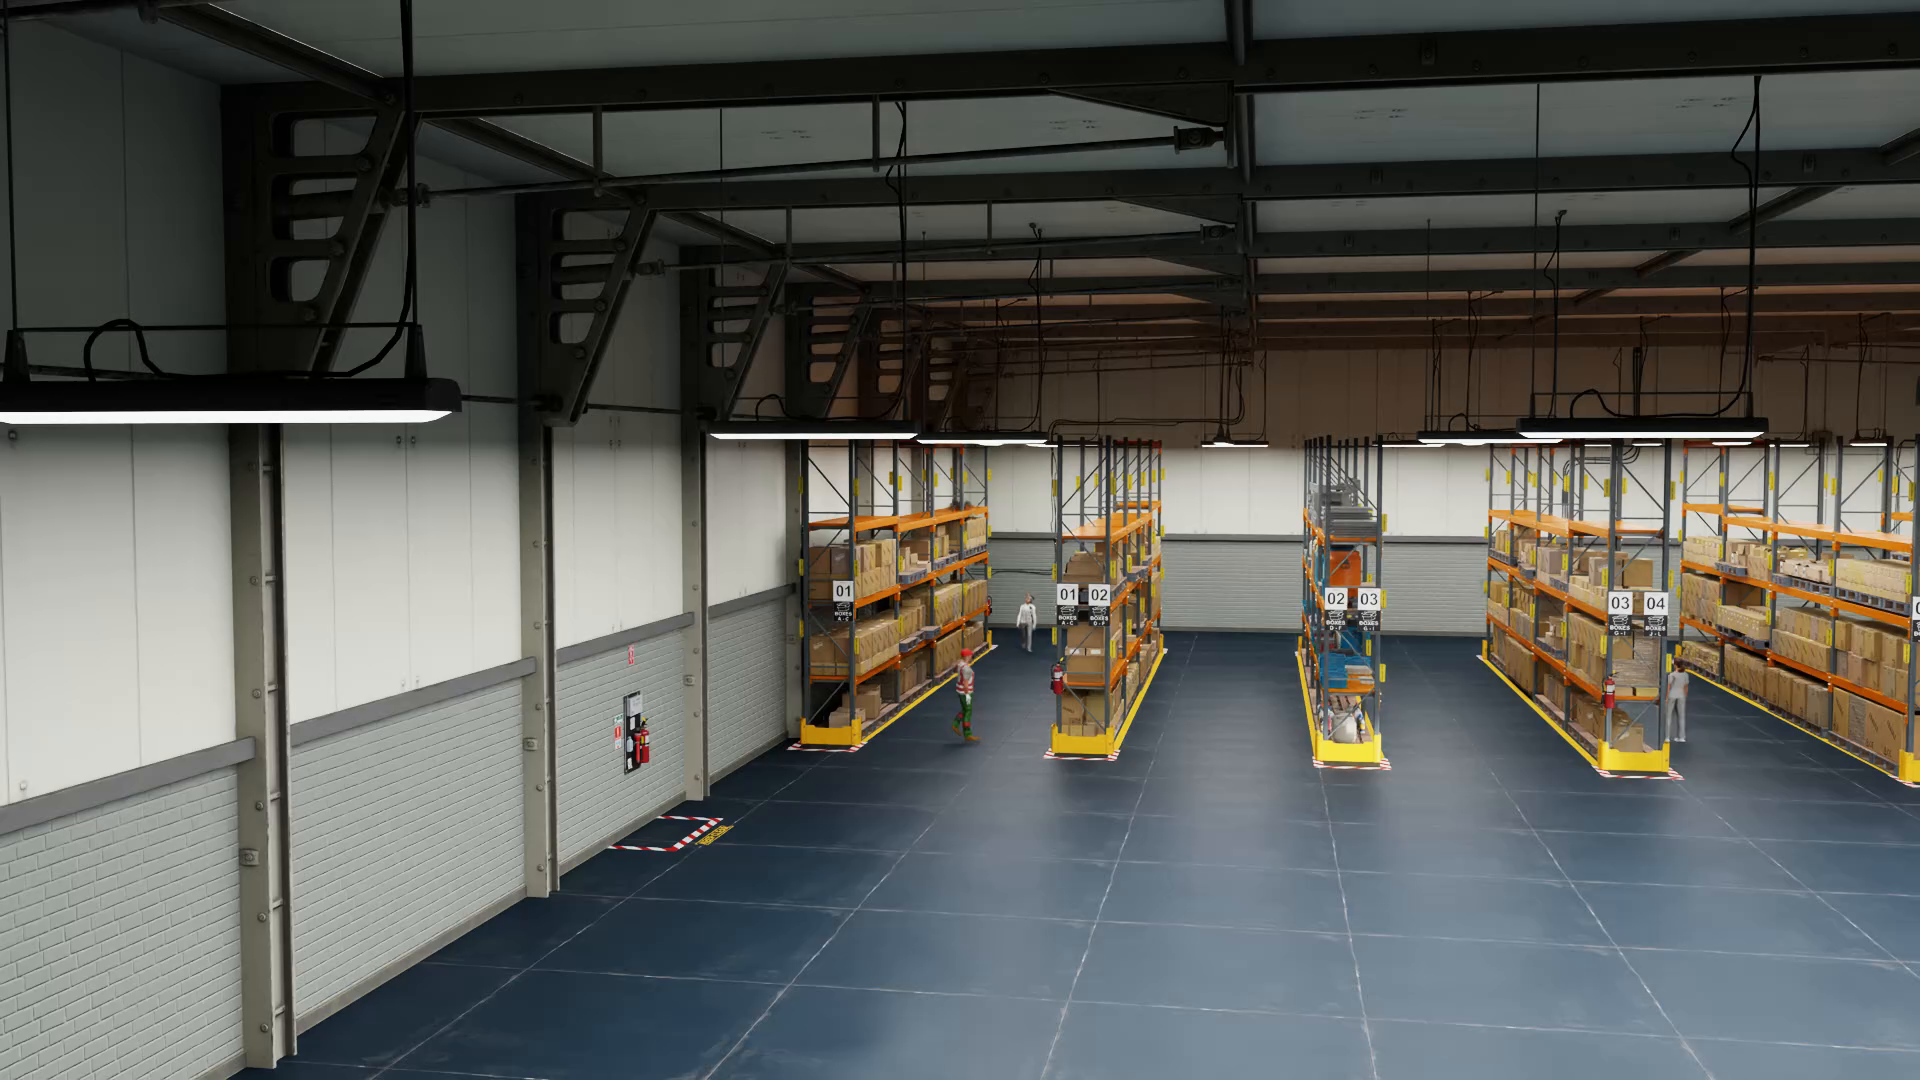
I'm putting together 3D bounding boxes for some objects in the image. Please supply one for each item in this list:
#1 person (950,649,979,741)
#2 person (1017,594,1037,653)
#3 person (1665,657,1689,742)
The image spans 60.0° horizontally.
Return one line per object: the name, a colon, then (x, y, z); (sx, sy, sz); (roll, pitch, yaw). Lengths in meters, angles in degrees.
person: (0.089, 3.038, 32.878); (0.458, 1.790, 0.647); (-1, 3, -16)
person: (1.894, 2.353, 47.142); (0.556, 1.641, 0.946); (0, 3, 3)
person: (14.049, 3.131, 32.621); (0.457, 1.683, 0.438); (1, 3, 15)
